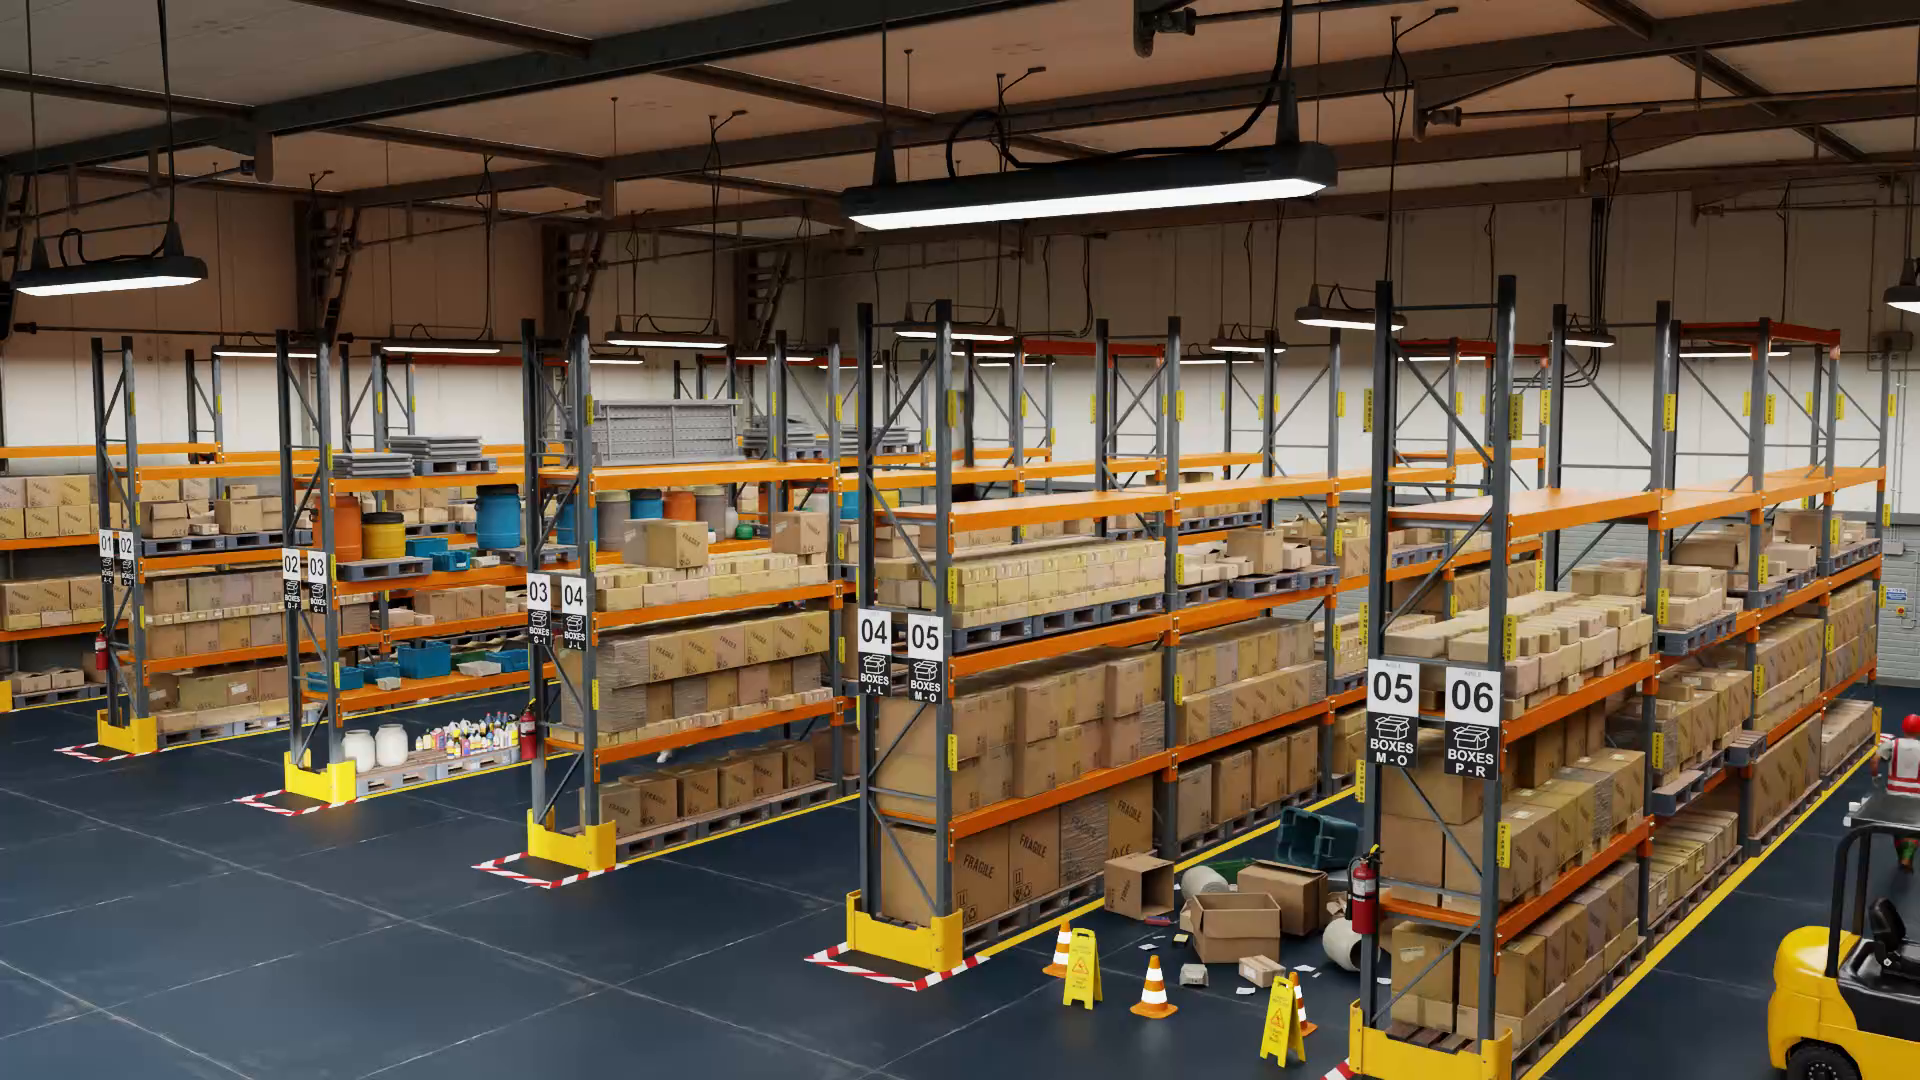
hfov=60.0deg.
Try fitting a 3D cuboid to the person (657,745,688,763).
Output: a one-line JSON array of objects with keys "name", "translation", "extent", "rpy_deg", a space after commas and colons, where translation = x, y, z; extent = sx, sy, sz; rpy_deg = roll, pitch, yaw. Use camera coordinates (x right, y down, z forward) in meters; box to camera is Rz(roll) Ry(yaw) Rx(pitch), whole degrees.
[{"name": "person", "translation": [-4.100, 2.232, 23.740], "extent": [0.693, 1.762, 0.956], "rpy_deg": [1, 5, 15]}]

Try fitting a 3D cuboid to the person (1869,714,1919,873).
[{"name": "person", "translation": [10.120, 2.735, 17.776], "extent": [0.658, 1.778, 0.991], "rpy_deg": [4, 6, 36]}]
